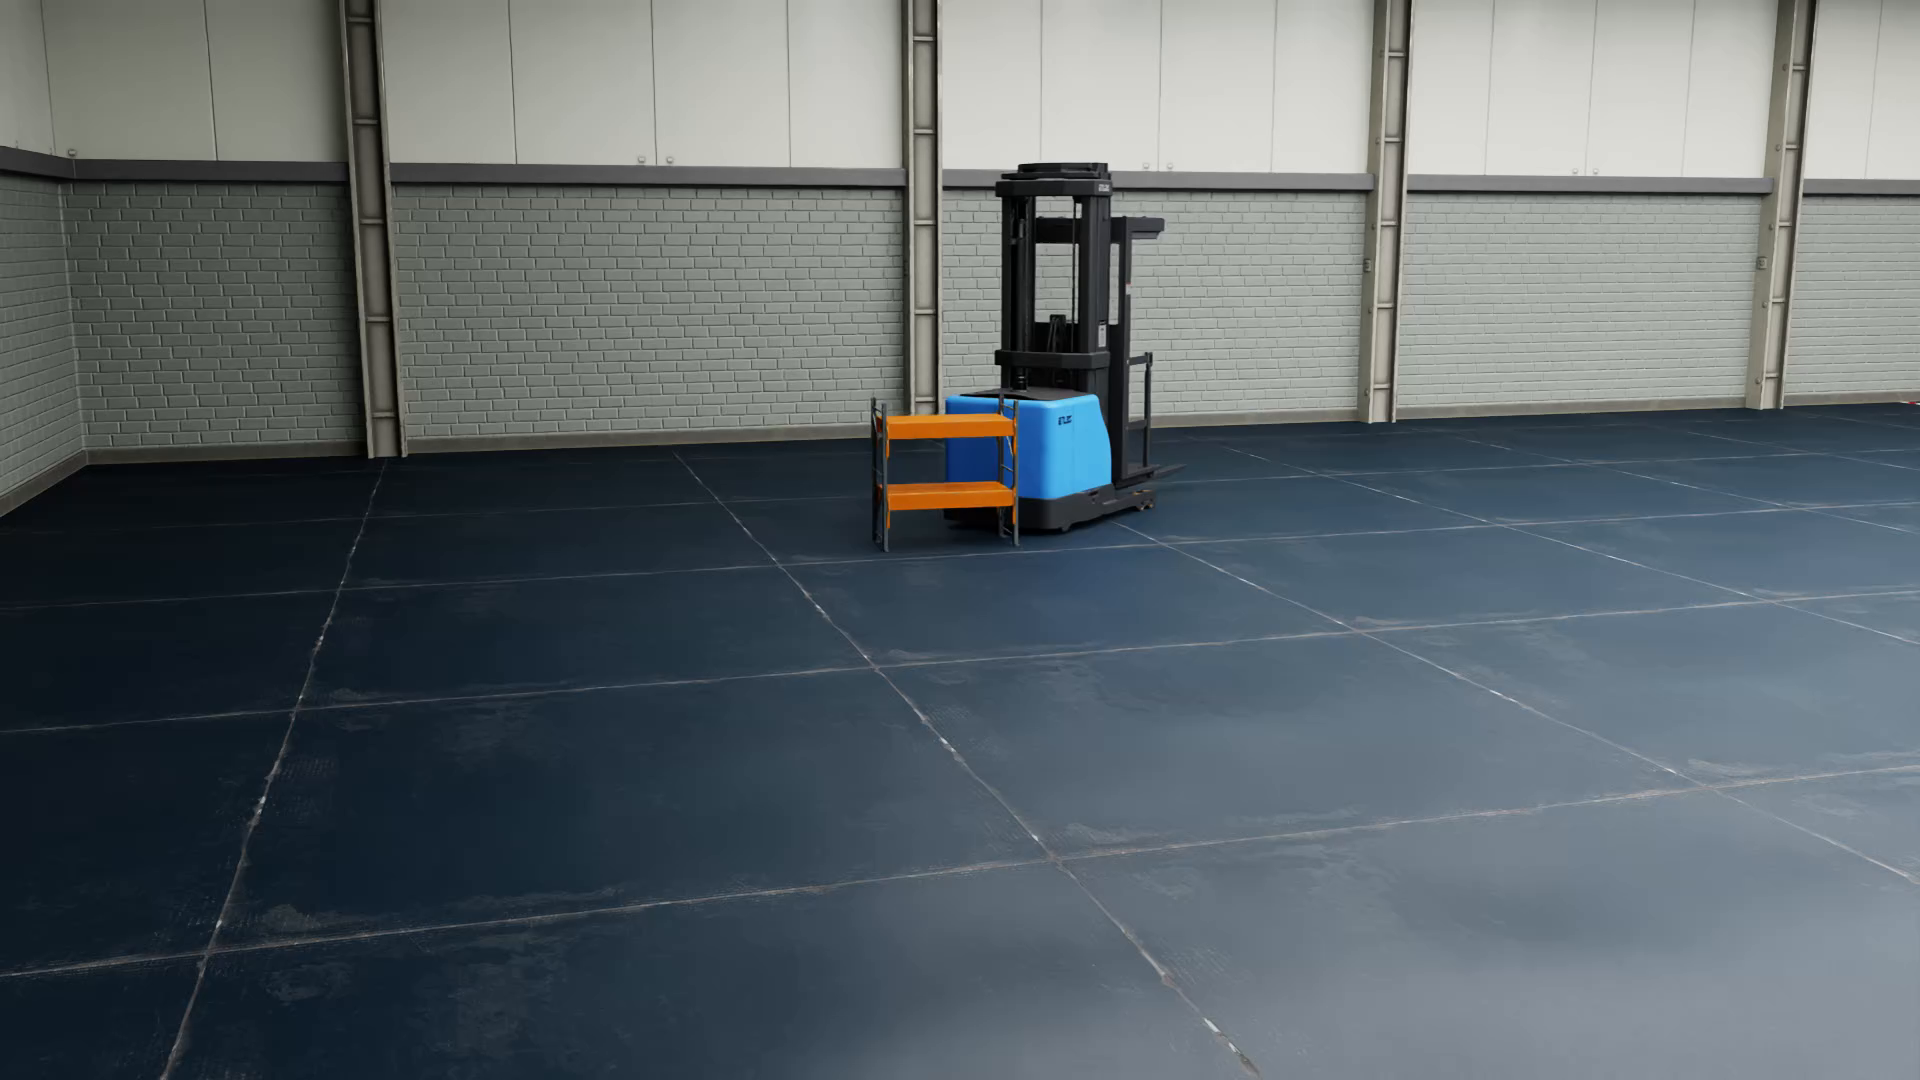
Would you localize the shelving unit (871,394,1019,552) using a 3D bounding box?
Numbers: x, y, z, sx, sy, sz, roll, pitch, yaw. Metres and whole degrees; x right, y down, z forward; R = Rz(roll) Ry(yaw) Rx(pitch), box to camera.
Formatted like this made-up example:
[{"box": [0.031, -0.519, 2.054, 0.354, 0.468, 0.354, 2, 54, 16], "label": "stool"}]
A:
[{"box": [-0.120, -0.526, 12.795, 1.048, 1.125, 0.538, -2, 11, -13], "label": "shelving unit"}]

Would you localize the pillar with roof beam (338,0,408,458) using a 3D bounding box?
[{"box": [-4.991, -4.590, 13.123, 0.400, 9.000, 9.100, -3, 11, -16], "label": "pillar with roof beam"}]

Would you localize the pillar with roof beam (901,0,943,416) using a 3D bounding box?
[{"box": [0.770, -4.893, 14.772, 0.400, 9.000, 9.100, -3, 11, -16], "label": "pillar with roof beam"}]

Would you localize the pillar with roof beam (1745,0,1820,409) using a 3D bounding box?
[{"box": [12.292, -5.501, 18.071, 0.400, 9.000, 9.100, -3, 11, -16], "label": "pillar with roof beam"}]

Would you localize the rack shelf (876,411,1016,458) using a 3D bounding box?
[{"box": [-0.120, -0.814, 12.742, 1.000, 0.278, 0.538, -2, 11, -13], "label": "rack shelf"}]

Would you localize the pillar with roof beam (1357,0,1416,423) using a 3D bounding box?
[{"box": [6.531, -5.197, 16.421, 0.400, 9.000, 9.100, -3, 11, -16], "label": "pillar with roof beam"}]

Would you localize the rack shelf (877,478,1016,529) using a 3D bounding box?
[{"box": [-0.120, -0.285, 12.839, 1.000, 0.278, 0.538, -2, 11, -13], "label": "rack shelf"}]

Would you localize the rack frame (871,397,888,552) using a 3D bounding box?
[{"box": [-0.615, -0.505, 12.682, 0.032, 1.125, 0.500, -2, 11, -13], "label": "rack frame"}]

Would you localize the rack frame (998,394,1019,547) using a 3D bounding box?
[{"box": [0.375, -0.546, 12.908, 0.032, 1.125, 0.500, -2, 11, -13], "label": "rack frame"}]

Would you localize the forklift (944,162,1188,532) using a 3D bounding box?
[{"box": [1.067, -1.729, 14.344, 1.130, 2.935, 3.031, 6, 12, 31], "label": "forklift"}]
